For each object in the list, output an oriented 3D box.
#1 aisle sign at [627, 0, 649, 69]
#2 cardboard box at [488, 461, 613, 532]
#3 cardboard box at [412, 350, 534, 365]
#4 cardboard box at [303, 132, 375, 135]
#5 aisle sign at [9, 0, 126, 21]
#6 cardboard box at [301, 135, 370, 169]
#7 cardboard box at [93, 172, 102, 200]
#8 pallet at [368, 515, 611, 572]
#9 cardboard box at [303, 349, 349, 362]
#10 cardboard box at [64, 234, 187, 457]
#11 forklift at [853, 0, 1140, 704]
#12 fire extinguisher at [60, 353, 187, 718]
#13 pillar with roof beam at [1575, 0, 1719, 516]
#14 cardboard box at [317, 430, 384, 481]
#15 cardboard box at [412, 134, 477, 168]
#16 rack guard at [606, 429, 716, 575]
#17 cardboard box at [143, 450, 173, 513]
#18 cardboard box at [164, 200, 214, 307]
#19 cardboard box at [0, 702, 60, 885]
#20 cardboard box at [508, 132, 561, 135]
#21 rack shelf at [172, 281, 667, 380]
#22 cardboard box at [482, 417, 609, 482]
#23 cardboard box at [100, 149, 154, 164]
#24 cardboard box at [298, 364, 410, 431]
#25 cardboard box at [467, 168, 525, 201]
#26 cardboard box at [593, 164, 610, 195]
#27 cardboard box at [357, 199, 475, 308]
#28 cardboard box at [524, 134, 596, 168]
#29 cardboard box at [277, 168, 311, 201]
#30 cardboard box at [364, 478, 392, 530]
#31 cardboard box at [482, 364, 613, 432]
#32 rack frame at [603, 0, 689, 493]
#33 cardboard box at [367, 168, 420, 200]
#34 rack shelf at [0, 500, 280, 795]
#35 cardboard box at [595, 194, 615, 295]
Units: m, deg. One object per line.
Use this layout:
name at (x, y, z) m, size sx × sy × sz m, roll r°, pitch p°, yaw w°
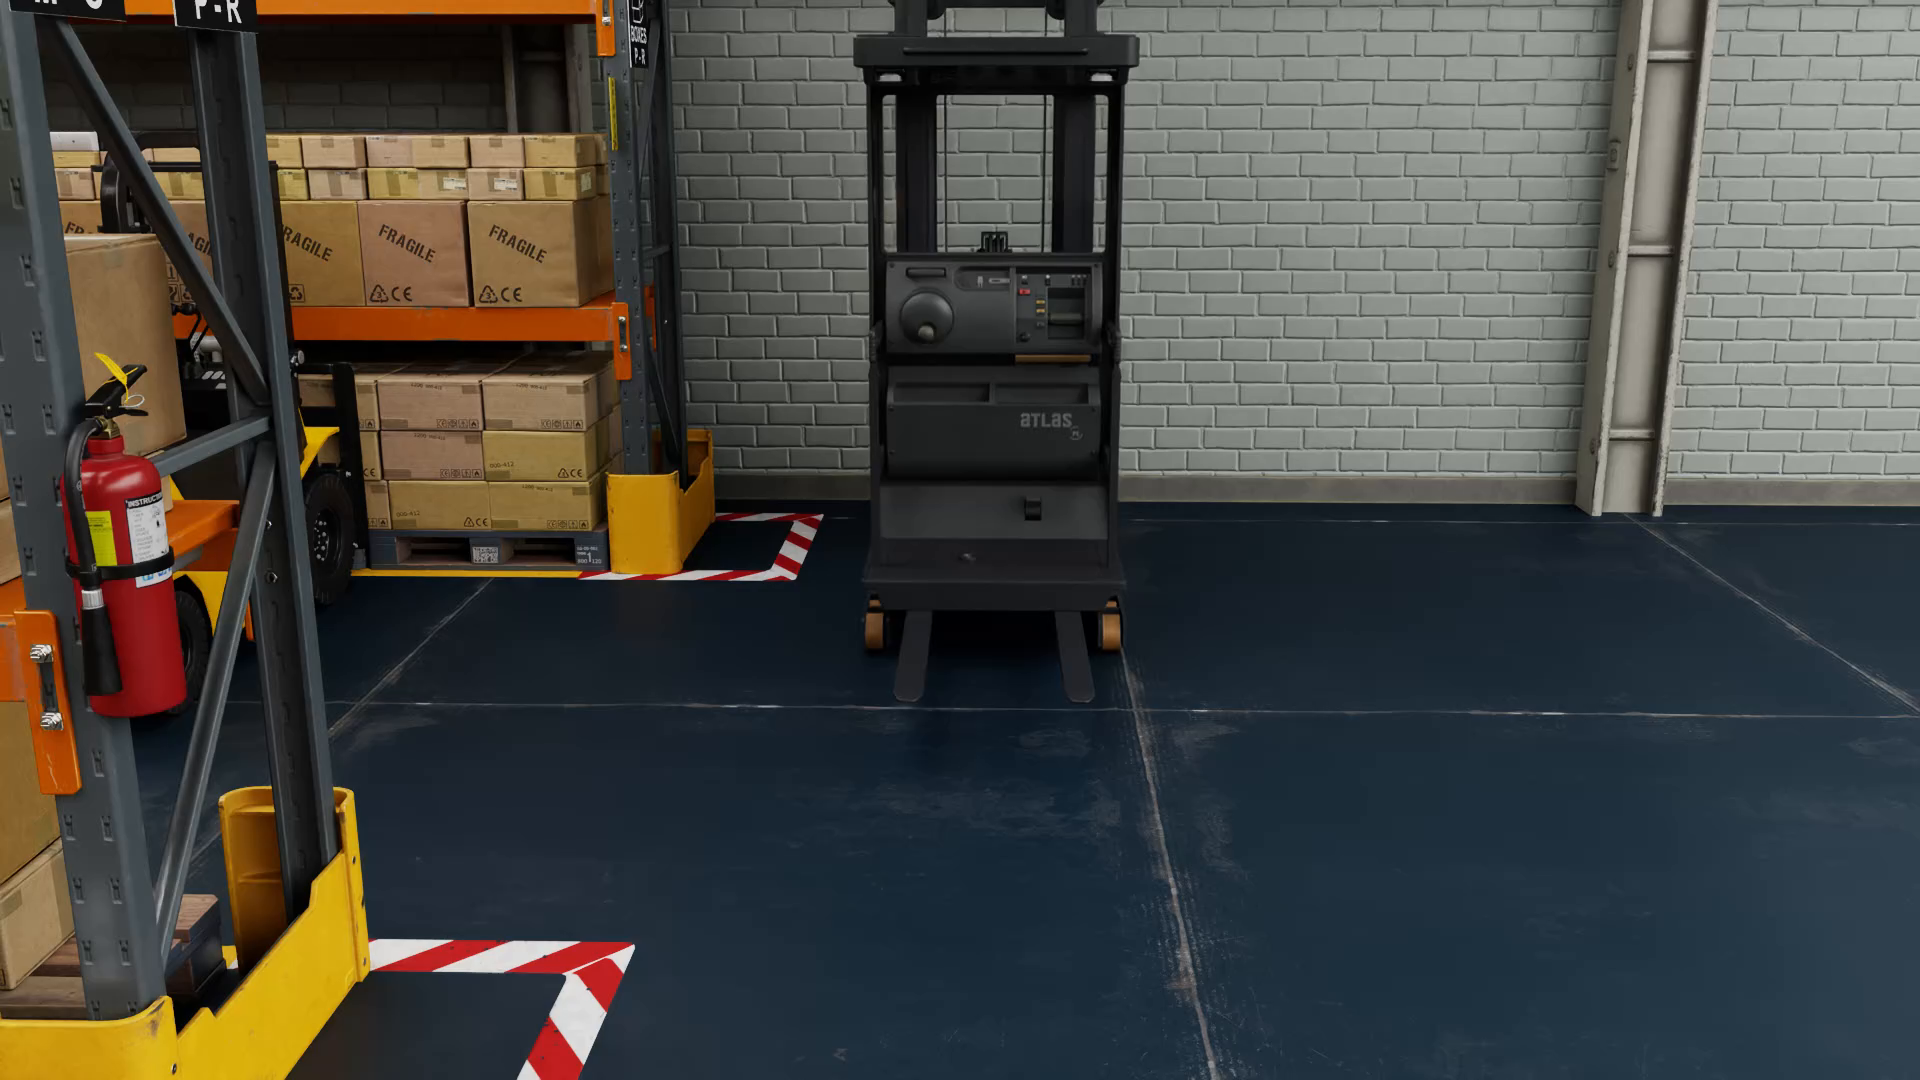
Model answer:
aisle sign at (-1.513, -2.611, 7.761) m, size 0.004 × 0.787 × 0.394 m, roll 0°, pitch 15°, yaw 1°
cardboard box at (-2.049, -0.225, 8.381) m, size 0.500 × 0.250 × 0.500 m, roll 0°, pitch 15°, yaw 2°
cardboard box at (-2.546, -0.840, 8.751) m, size 0.500 × 0.250 × 0.500 m, roll 0°, pitch 15°, yaw 2°
cardboard box at (-3.197, -2.028, 8.596) m, size 0.250 × 0.149 × 0.380 m, roll 0°, pitch 15°, yaw 0°
aisle sign at (-1.640, -1.346, 2.966) m, size 0.004 × 0.787 × 0.394 m, roll 0°, pitch 15°, yaw 1°
cardboard box at (-2.954, -1.866, 7.983) m, size 0.250 × 0.149 × 0.380 m, roll 1°, pitch 15°, yaw 3°
cardboard box at (-3.979, -1.733, 8.060) m, size 0.250 × 0.149 × 0.380 m, roll 0°, pitch 15°, yaw 0°
pallet at (-2.337, -0.075, 8.712) m, size 1.213 × 0.211 × 1.003 m, roll 0°, pitch 15°, yaw 1°
cardboard box at (-3.558, -0.851, 8.793) m, size 0.500 × 0.250 × 0.500 m, roll 0°, pitch 15°, yaw 0°
cardboard box at (-2.160, -0.430, 3.809) m, size 0.500 × 0.500 × 0.500 m, roll 0°, pitch 15°, yaw 1°
forklift at (0.145, -1.022, 6.969) m, size 1.130 × 2.935 × 3.031 m, roll 0°, pitch 15°, yaw 1°
fire extinguisher at (-1.591, -0.008, 3.141) m, size 0.183 × 0.674 × 0.296 m, roll 0°, pitch 15°, yaw 1°
pillar with roof beam at (3.644, -3.428, 4.192) m, size 0.400 × 9.000 × 9.100 m, roll 0°, pitch 15°, yaw 1°
cardboard box at (-3.083, -0.472, 8.336) m, size 0.500 × 0.250 × 0.500 m, roll 0°, pitch 15°, yaw 0°
cardboard box at (-2.444, -1.872, 8.006) m, size 0.250 × 0.149 × 0.380 m, roll 1°, pitch 15°, yaw 3°
rack guard at (-1.547, -0.221, 8.696) m, size 0.348 × 0.500 × 1.175 m, roll 0°, pitch 15°, yaw 1°
cardboard box at (-2.028, -0.097, 3.820) m, size 0.250 × 0.149 × 0.380 m, roll 0°, pitch 15°, yaw 2°
cardboard box at (-3.603, -1.423, 8.159) m, size 0.500 × 0.500 × 0.500 m, roll 0°, pitch 15°, yaw 2°
cardboard box at (-2.517, 0.525, 4.069) m, size 0.500 × 0.500 × 0.500 m, roll 0°, pitch 15°, yaw 0°
cardboard box at (-2.166, -2.010, 8.526) m, size 0.250 × 0.149 × 0.380 m, roll 1°, pitch 15°, yaw 3°
rack shelf at (-3.570, -1.095, 8.519) m, size 4.000 × 0.370 × 1.077 m, roll 0°, pitch 15°, yaw 1°
cardboard box at (-2.066, -0.468, 8.321) m, size 0.500 × 0.250 × 0.500 m, roll 0°, pitch 15°, yaw 1°
cardboard box at (-3.969, -1.895, 8.093) m, size 0.250 × 0.149 × 0.380 m, roll 0°, pitch 15°, yaw 1°
cardboard box at (-3.055, -0.712, 8.267) m, size 0.500 × 0.250 × 0.500 m, roll 1°, pitch 15°, yaw 2°
cardboard box at (-2.181, -1.716, 7.998) m, size 0.250 × 0.149 × 0.380 m, roll 1°, pitch 15°, yaw 2°
cardboard box at (-1.903, -1.860, 8.541) m, size 0.250 × 0.149 × 0.380 m, roll 0°, pitch 15°, yaw 0°
cardboard box at (-2.588, -1.420, 8.145) m, size 0.500 × 0.500 × 0.500 m, roll 1°, pitch 15°, yaw 3°
cardboard box at (-1.934, -1.884, 8.050) m, size 0.250 × 0.149 × 0.380 m, roll 0°, pitch 15°, yaw 2°
cardboard box at (-3.208, -1.724, 8.028) m, size 0.250 × 0.149 × 0.380 m, roll 0°, pitch 15°, yaw 2°
cardboard box at (-3.046, -0.237, 8.424) m, size 0.500 × 0.250 × 0.500 m, roll 1°, pitch 15°, yaw 2°
cardboard box at (-2.039, -0.710, 8.257) m, size 0.500 × 0.250 × 0.500 m, roll 1°, pitch 15°, yaw 3°
rack frame at (-1.571, -1.429, 8.378) m, size 0.127 × 3.000 × 1.000 m, roll 0°, pitch 15°, yaw 1°
cardboard box at (-2.686, -1.738, 8.080) m, size 0.250 × 0.149 × 0.380 m, roll 0°, pitch 15°, yaw 1°
rack shelf at (-3.693, 0.171, 3.721) m, size 4.000 × 0.370 × 1.077 m, roll 0°, pitch 15°, yaw 1°
cardboard box at (-2.059, -1.552, 8.646) m, size 0.500 × 0.500 × 0.500 m, roll 1°, pitch 15°, yaw 3°
